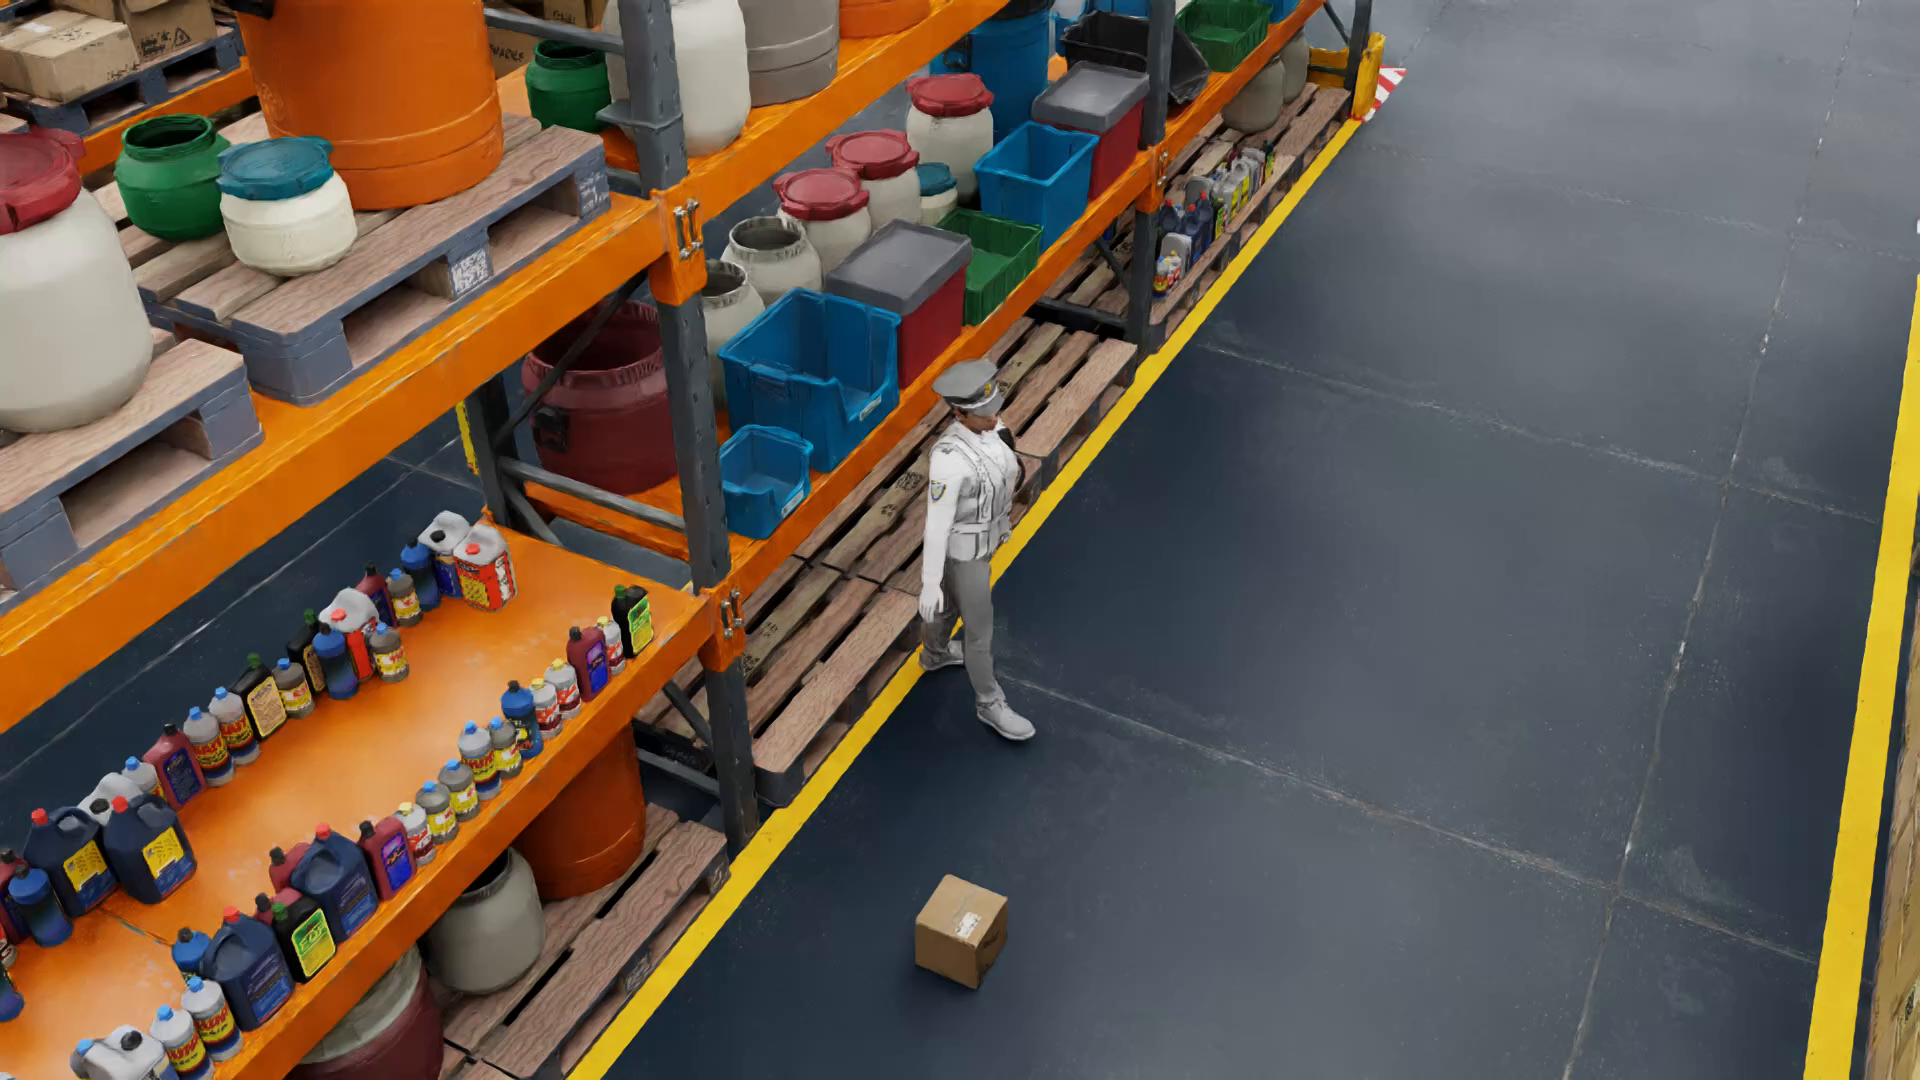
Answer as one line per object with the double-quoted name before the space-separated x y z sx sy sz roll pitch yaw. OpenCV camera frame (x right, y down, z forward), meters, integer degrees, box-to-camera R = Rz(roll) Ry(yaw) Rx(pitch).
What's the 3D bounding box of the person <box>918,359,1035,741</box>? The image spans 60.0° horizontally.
"person" 0.061 0.045 6.659 0.633 1.659 0.684 14 40 17
